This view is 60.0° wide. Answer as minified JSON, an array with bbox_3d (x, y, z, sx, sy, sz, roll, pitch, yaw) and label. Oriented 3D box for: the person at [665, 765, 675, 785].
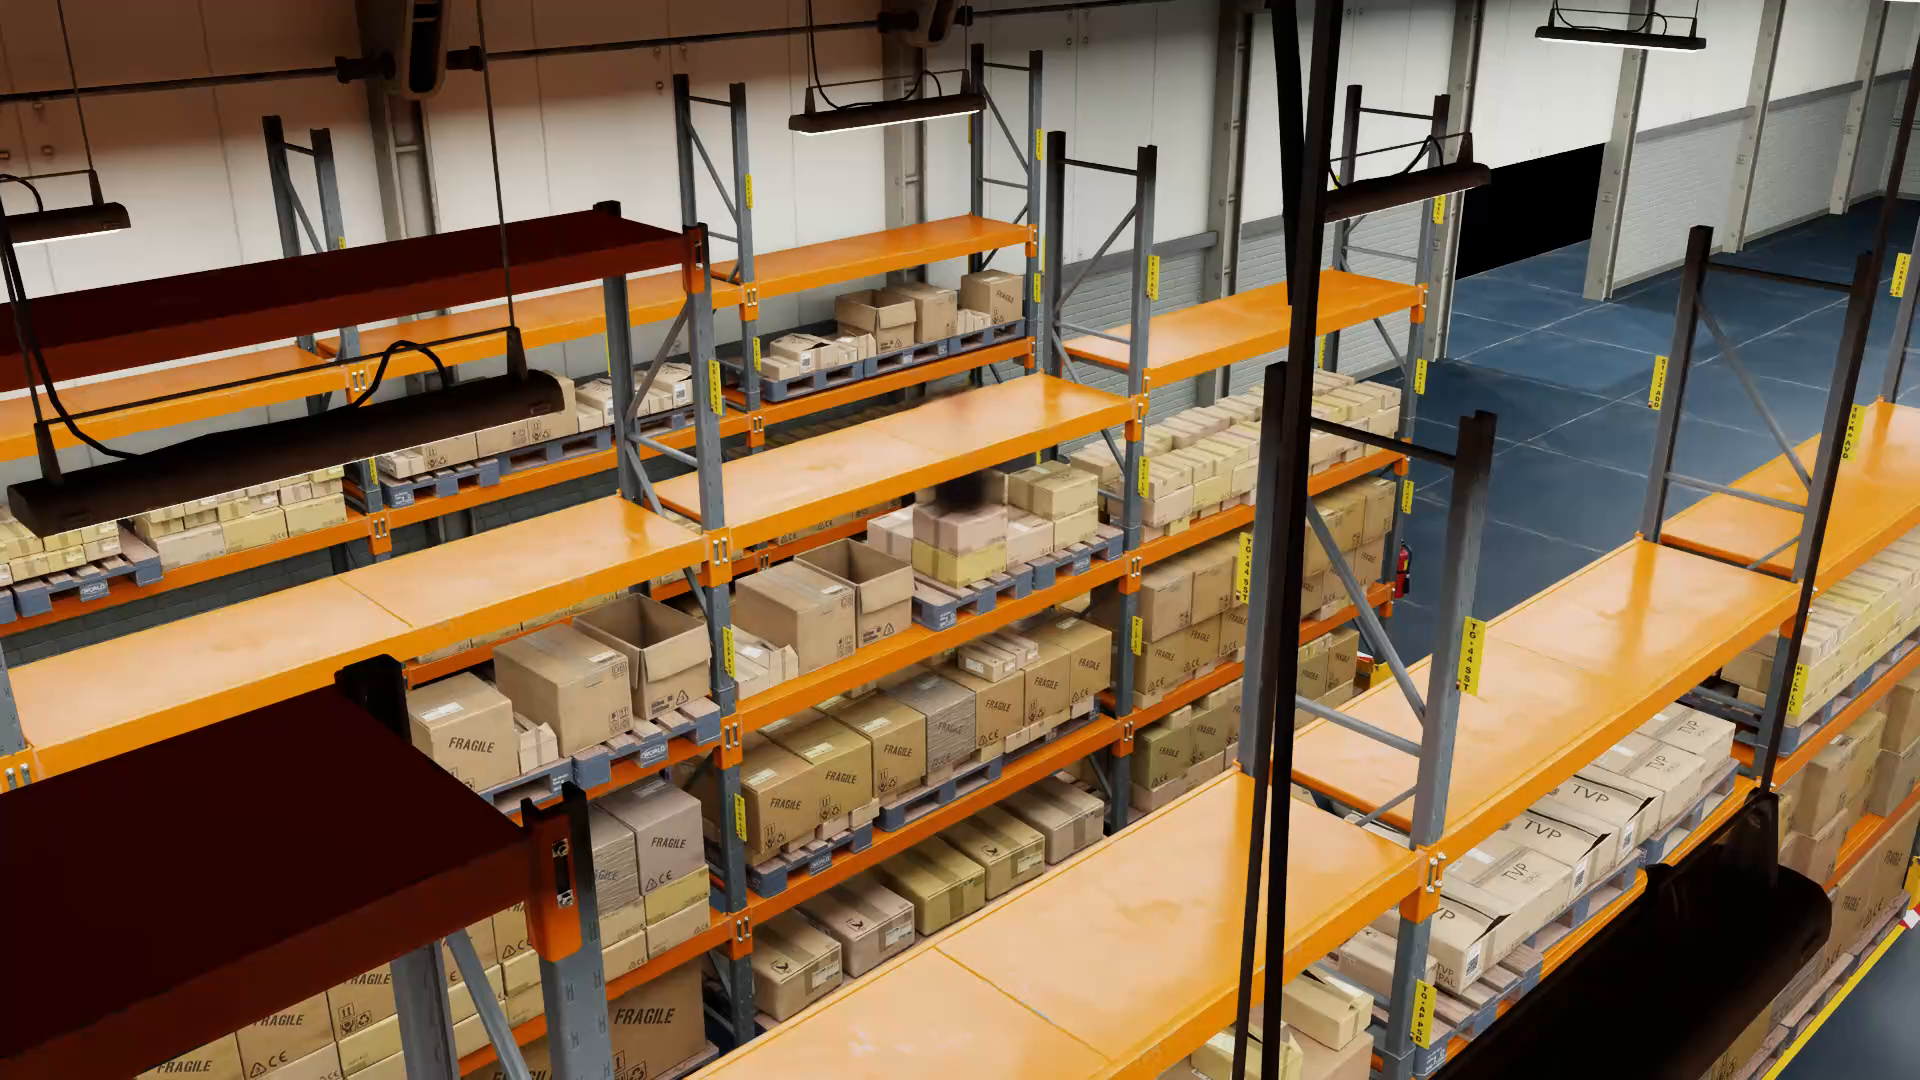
[{"bbox_3d":[-2.488,2.162,13.547,0.598,1.572,0.792,12,25,26],"label":"person"}]
